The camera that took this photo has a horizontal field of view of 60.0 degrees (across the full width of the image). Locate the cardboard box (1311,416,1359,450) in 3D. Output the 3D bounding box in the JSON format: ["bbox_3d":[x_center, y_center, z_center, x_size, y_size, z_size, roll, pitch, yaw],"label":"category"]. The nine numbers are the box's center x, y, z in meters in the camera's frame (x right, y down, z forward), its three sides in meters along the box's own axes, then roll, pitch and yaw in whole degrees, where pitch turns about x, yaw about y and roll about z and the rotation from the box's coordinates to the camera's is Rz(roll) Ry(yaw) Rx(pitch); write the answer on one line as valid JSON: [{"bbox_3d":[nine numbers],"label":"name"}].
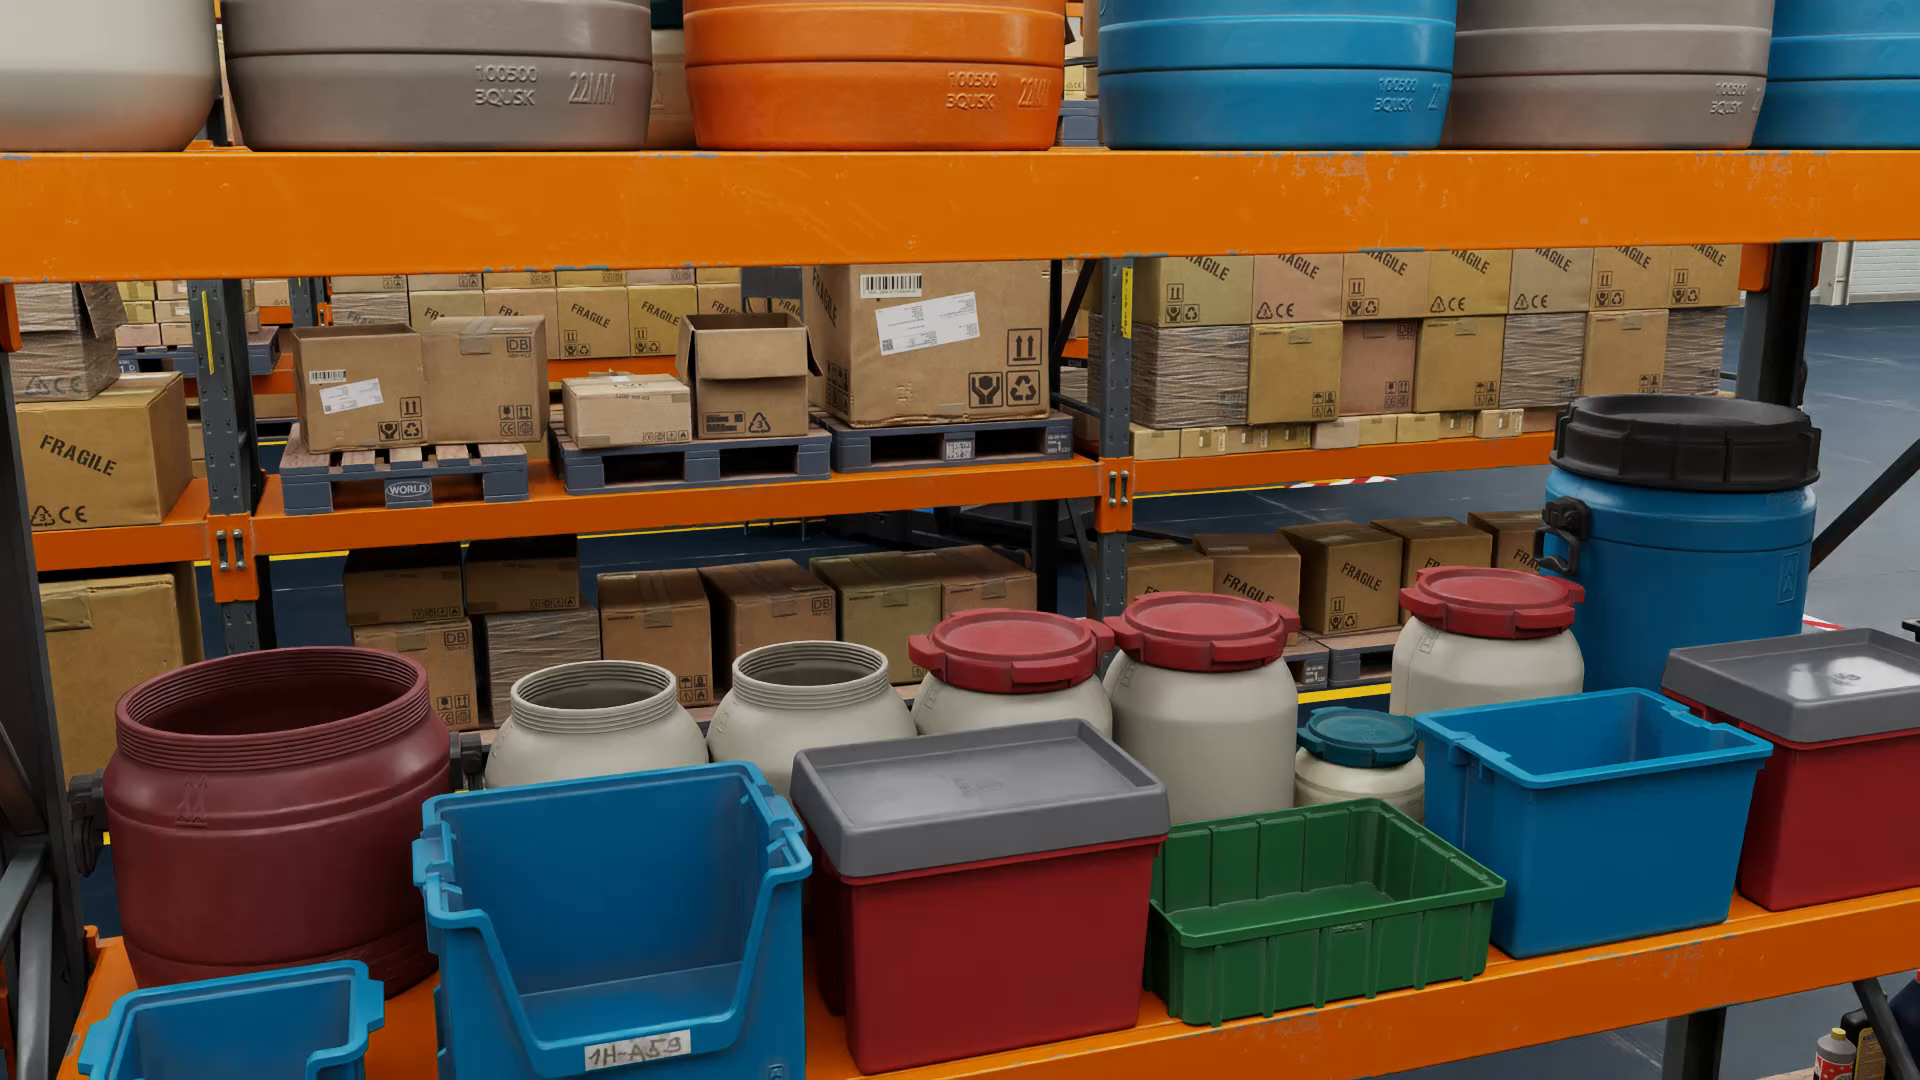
[{"bbox_3d":[1.863,-0.579,8.636,0.250,0.149,0.380,-4,14,-18],"label":"cardboard box"}]

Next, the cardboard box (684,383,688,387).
[{"bbox_3d":[-2.352,-0.750,12.768,0.750,0.750,1.050,-4,14,-18],"label":"cardboard box"}]

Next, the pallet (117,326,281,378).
[{"bbox_3d":[-5.309,-1.312,11.589,1.003,0.211,1.213,-4,14,-18],"label":"pallet"}]

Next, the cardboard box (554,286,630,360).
[{"bbox_3d":[-2.724,-1.615,12.234,0.500,0.500,0.500,-5,14,-19],"label":"cardboard box"}]

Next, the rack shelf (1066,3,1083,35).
[{"bbox_3d":[-0.655,-5.569,17.670,4.000,0.370,1.077,-4,14,-18],"label":"rack shelf"}]

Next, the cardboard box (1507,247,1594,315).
[{"bbox_3d":[3.012,-1.486,8.890,0.500,0.500,0.500,-4,14,-18],"label":"cardboard box"}]

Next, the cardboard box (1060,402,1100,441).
[{"bbox_3d":[0.720,-0.639,8.889,0.250,0.149,0.380,-4,14,-18],"label":"cardboard box"}]

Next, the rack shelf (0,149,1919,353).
[{"bbox_3d":[0.294,-0.556,3.071,4.000,0.370,1.077,-4,14,-18],"label":"rack shelf"}]

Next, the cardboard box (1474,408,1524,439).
[{"bbox_3d":[2.808,-0.654,8.952,0.250,0.149,0.380,-4,14,-18],"label":"cardboard box"}]

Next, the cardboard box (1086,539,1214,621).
[{"bbox_3d":[1.002,0.310,8.850,0.500,0.500,0.500,-5,14,-20],"label":"cardboard box"}]

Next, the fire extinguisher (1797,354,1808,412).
[{"bbox_3d":[4.656,-0.846,9.383,0.183,0.674,0.296,-4,14,-18],"label":"fire extinguisher"}]

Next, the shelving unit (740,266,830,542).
[{"bbox_3d":[-1.264,-1.076,12.100,0.503,2.100,0.431,6,13,23],"label":"shelving unit"}]

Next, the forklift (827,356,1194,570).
[{"bbox_3d":[0.488,-1.336,11.426,3.031,2.935,1.130,10,17,37],"label":"forklift"}]

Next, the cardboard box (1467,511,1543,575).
[{"bbox_3d":[3.248,0.130,9.609,0.500,0.500,0.500,-1,13,-3],"label":"cardboard box"}]

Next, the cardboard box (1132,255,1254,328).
[{"bbox_3d":[1.117,-1.338,8.266,0.500,0.500,0.500,-4,14,-18],"label":"cardboard box"}]

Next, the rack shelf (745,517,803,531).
[{"bbox_3d":[-1.273,-0.378,12.246,0.480,0.518,0.431,6,13,23],"label":"rack shelf"}]

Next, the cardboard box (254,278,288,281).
[{"bbox_3d":[-6.720,-2.638,15.994,0.500,0.250,0.500,-5,14,-18],"label":"cardboard box"}]

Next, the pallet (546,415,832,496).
[{"bbox_3d":[-1.318,-0.447,7.956,1.213,0.211,1.003,-4,14,-18],"label":"pallet"}]

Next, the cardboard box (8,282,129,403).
[{"bbox_3d":[-3.880,-0.872,6.942,0.637,0.503,0.797,-4,14,-16],"label":"cardboard box"}]

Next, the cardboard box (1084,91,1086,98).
[{"bbox_3d":[1.019,-3.431,13.021,0.250,0.149,0.380,-4,14,-17],"label":"cardboard box"}]

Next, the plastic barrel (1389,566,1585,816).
[{"bbox_3d":[1.213,0.362,3.845,0.433,0.535,0.433,0,13,0],"label":"plastic barrel"}]

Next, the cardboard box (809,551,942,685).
[{"bbox_3d":[-0.437,0.393,8.460,0.500,0.500,0.700,-5,14,-18],"label":"cardboard box"}]

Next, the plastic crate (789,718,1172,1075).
[{"bbox_3d":[0.027,0.617,2.926,0.583,0.464,0.402,-4,14,-18],"label":"plastic crate"}]

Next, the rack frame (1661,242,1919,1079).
[{"bbox_3d":[2.189,0.406,3.956,0.127,3.000,1.000,-4,14,-18],"label":"rack frame"}]

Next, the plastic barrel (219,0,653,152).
[{"bbox_3d":[-0.754,-1.015,2.364,0.600,0.901,0.600,0,13,0],"label":"plastic barrel"}]

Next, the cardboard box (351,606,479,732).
[{"bbox_3d":[-2.553,0.563,7.746,0.500,0.500,0.700,-5,14,-21],"label":"cardboard box"}]

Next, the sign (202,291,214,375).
[{"bbox_3d":[-3.001,-0.827,6.637,0.005,0.325,0.100,-4,14,-18],"label":"sign"}]

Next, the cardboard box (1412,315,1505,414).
[{"bbox_3d":[2.470,-1.010,9.047,0.500,0.500,0.875,-4,14,-18],"label":"cardboard box"}]

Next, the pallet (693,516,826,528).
[{"bbox_3d":[-1.584,-0.346,13.141,1.213,0.211,1.003,-4,14,-18],"label":"pallet"}]

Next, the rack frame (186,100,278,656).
[{"bbox_3d":[-3.181,-0.386,7.281,0.127,3.000,1.000,-4,14,-18],"label":"rack frame"}]

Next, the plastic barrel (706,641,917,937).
[{"bbox_3d":[-0.296,0.493,3.348,0.421,0.512,0.421,0,13,0],"label":"plastic barrel"}]

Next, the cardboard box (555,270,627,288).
[{"bbox_3d":[-2.790,-2.161,12.367,0.500,0.500,0.700,-5,14,-19],"label":"cardboard box"}]

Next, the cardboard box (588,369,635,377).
[{"bbox_3d":[-1.687,-0.707,8.015,0.258,0.266,0.396,-5,14,-20],"label":"cardboard box"}]

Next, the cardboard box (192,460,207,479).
[{"bbox_3d":[-5.208,-0.363,11.682,0.500,0.500,0.500,-5,14,-18],"label":"cardboard box"}]

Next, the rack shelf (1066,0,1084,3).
[{"bbox_3d":[1.019,-4.298,13.183,4.000,0.370,1.077,-4,14,-18],"label":"rack shelf"}]

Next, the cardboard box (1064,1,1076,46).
[{"bbox_3d":[0.133,-2.382,8.060,0.637,0.503,0.797,-5,14,-21],"label":"cardboard box"}]

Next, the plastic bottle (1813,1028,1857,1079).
[{"bbox_3d":[2.434,1.458,4.629,0.097,0.201,0.097,0,13,0],"label":"plastic bottle"}]

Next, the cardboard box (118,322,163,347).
[{"bbox_3d":[-5.468,-1.389,11.134,0.250,0.149,0.380,-4,14,-17],"label":"cardboard box"}]

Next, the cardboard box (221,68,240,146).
[{"bbox_3d":[-5.128,-2.891,11.116,0.500,0.500,0.500,-4,14,-18],"label":"cardboard box"}]

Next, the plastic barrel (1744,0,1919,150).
[{"bbox_3d":[1.777,-1.212,3.193,0.708,0.901,0.600,-4,14,-18],"label":"plastic barrel"}]

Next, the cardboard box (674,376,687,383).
[{"bbox_3d":[-3.047,-1.741,17.751,0.625,0.372,0.950,-4,14,-17],"label":"cardboard box"}]

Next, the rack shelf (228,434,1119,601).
[{"bbox_3d":[-1.286,-0.183,7.985,4.000,0.370,1.077,-4,14,-18],"label":"rack shelf"}]

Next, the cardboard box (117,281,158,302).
[{"bbox_3d":[-5.473,-1.678,11.066,0.250,0.149,0.380,-4,14,-16],"label":"cardboard box"}]

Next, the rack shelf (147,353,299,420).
[{"bbox_3d":[-6.563,-0.983,11.349,4.000,0.370,1.077,-4,14,-18],"label":"rack shelf"}]

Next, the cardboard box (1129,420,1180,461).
[{"bbox_3d":[0.909,-0.508,8.341,0.250,0.149,0.380,-4,14,-18],"label":"cardboard box"}]

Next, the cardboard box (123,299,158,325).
[{"bbox_3d":[-5.491,-1.531,11.091,0.250,0.149,0.380,-4,14,-17],"label":"cardboard box"}]

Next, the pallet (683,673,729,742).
[{"bbox_3d":[-1.286,0.825,8.220,1.213,0.211,1.003,-4,14,-18],"label":"pallet"}]

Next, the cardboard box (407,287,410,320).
[{"bbox_3d":[-3.853,-1.658,12.415,0.500,0.500,0.500,-4,14,-18],"label":"cardboard box"}]
